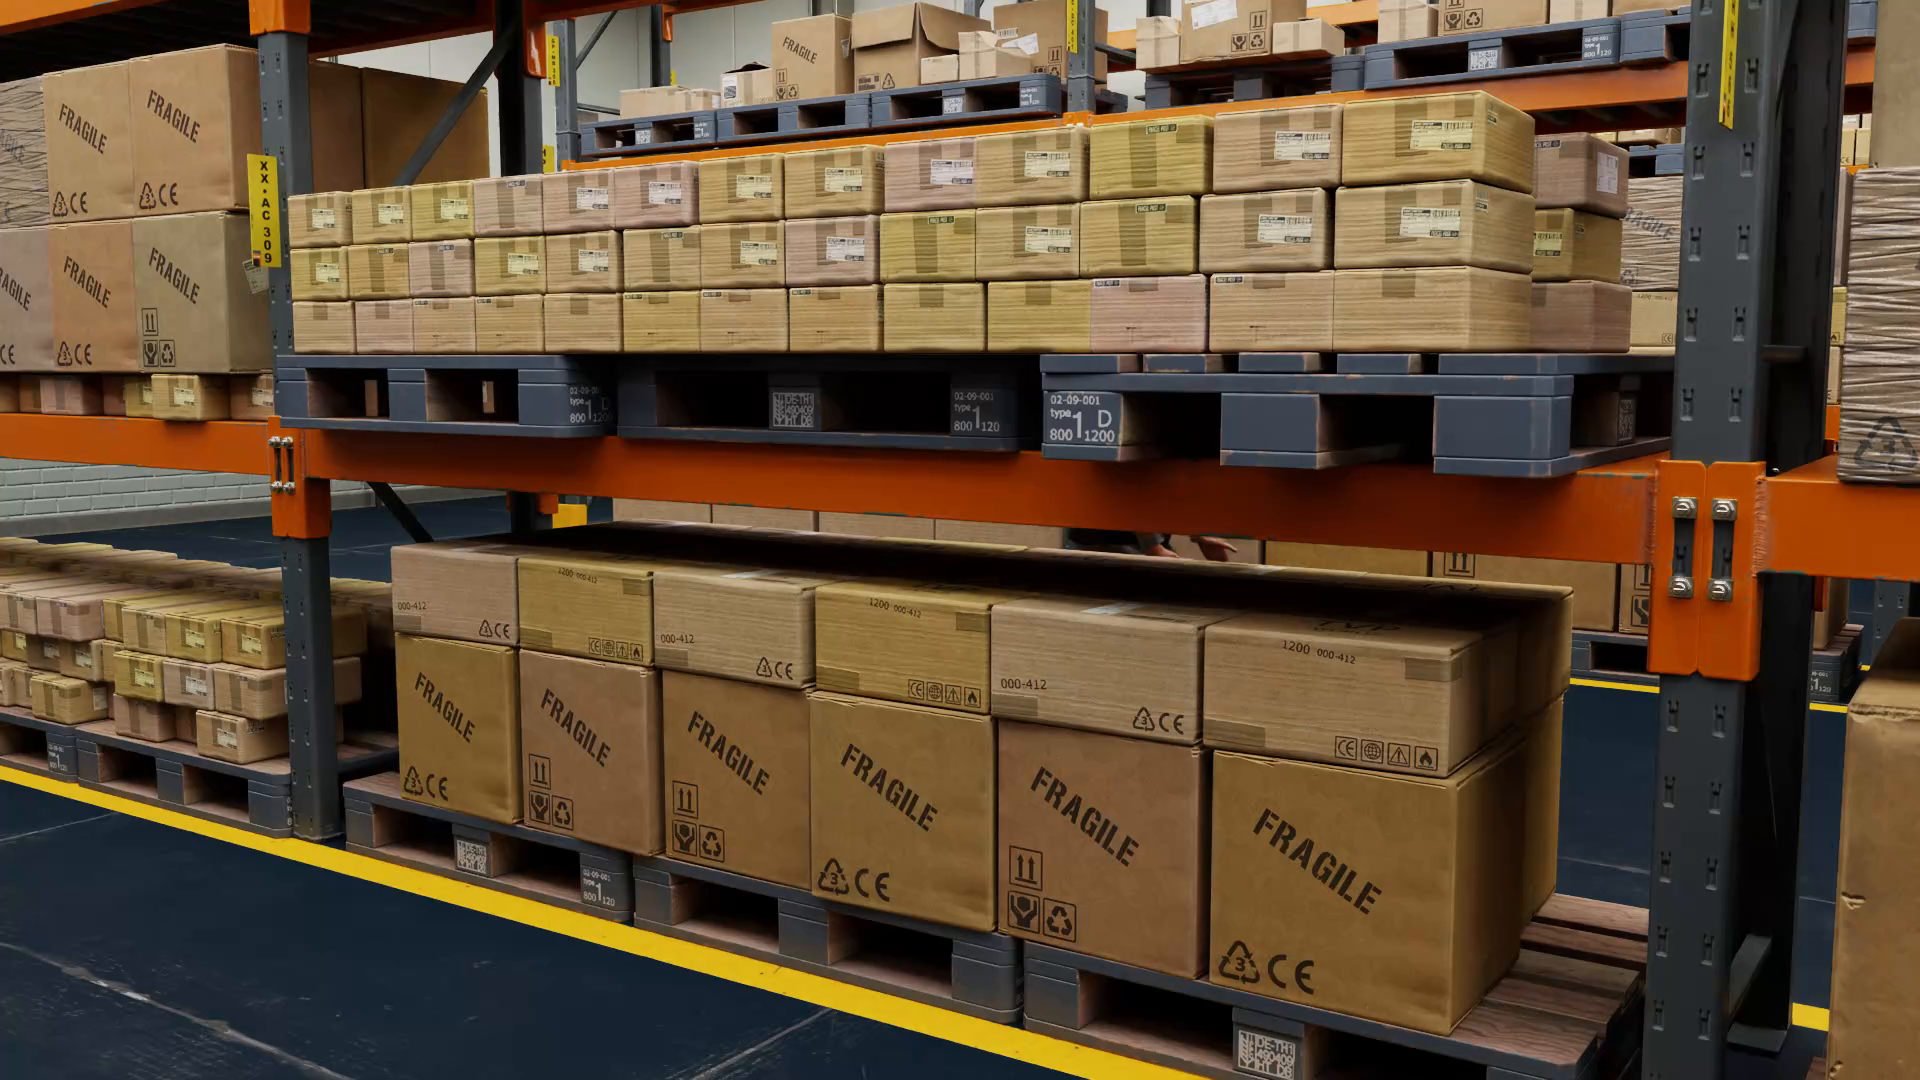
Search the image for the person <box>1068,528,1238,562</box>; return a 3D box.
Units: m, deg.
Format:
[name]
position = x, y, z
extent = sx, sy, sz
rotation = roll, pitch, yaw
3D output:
[person]
position = 0.732, 0.035, 6.352
extent = 0.579, 1.560, 0.583
rotation = 4, 8, 34
